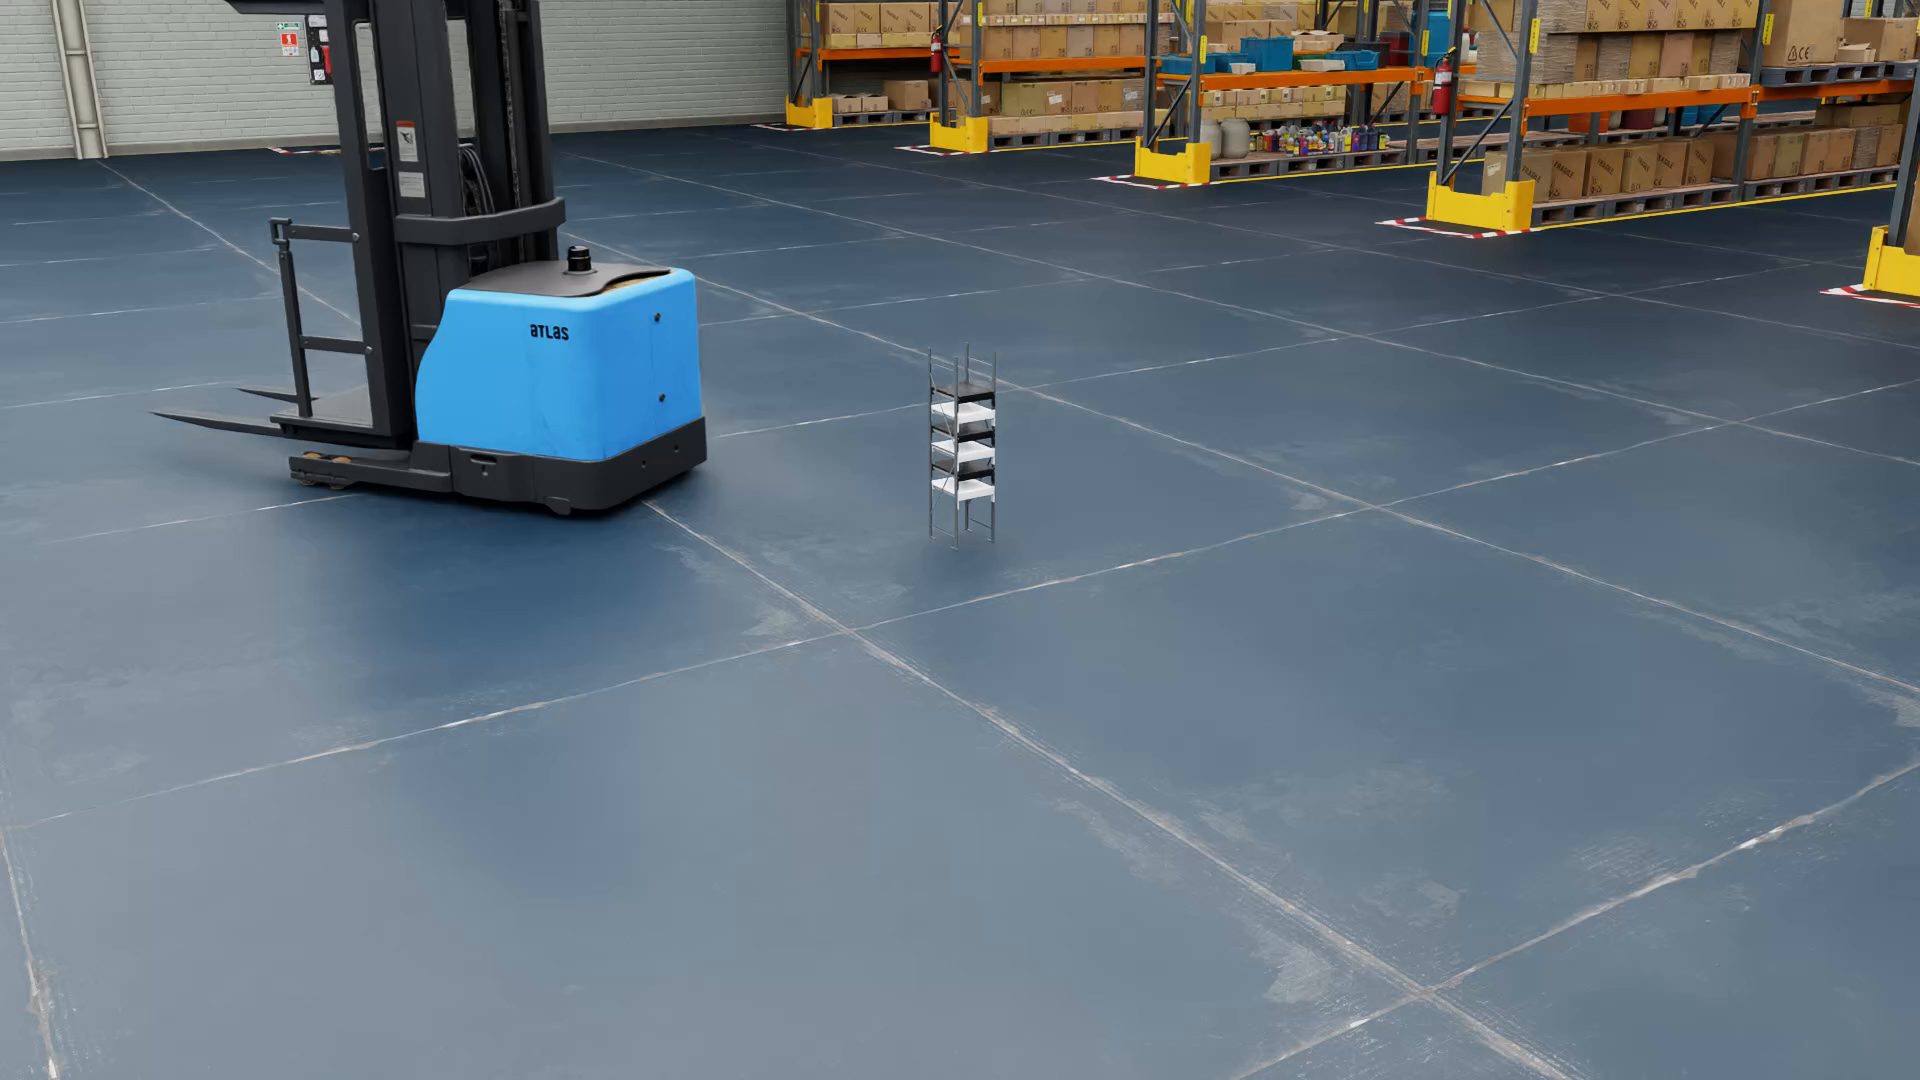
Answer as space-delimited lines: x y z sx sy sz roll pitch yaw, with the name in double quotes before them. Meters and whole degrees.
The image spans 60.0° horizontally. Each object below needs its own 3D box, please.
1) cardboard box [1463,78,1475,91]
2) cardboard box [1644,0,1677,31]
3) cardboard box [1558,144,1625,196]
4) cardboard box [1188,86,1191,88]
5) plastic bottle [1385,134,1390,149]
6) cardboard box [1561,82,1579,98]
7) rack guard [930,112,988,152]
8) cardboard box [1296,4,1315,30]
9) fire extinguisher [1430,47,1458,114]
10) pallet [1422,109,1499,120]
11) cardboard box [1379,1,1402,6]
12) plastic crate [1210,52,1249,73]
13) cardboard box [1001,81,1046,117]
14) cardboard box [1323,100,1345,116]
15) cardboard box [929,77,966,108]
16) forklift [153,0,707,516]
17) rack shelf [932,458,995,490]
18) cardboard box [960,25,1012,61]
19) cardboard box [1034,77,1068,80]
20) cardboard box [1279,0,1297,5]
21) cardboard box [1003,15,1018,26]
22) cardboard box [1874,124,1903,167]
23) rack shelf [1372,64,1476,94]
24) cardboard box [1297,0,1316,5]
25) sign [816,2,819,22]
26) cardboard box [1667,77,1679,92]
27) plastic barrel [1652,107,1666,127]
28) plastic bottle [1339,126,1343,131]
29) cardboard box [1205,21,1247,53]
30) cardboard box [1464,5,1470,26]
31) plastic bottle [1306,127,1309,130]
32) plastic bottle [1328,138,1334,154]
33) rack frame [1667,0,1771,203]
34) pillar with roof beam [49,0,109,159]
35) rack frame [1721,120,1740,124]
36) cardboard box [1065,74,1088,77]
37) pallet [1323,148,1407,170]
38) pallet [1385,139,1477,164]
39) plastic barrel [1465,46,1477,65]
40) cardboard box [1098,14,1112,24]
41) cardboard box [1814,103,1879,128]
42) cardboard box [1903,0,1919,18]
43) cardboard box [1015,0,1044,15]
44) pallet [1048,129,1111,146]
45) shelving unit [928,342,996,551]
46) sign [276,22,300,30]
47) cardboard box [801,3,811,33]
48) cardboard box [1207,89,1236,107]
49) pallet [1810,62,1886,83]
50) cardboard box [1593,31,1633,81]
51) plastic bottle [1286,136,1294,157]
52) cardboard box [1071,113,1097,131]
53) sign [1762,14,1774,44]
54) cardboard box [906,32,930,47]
"cardboard box" 9.346 -8.316 30.875 0.500 0.500 0.500 -12 22 -31
"cardboard box" 7.303 -5.726 17.817 0.500 0.500 0.500 -12 22 -31
"cardboard box" 6.985 -4.116 18.483 0.500 0.500 0.500 -10 21 -26
"cardboard box" 3.948 -7.534 28.109 0.500 0.311 0.500 -11 22 -30
"plastic bottle" 5.926 -5.541 23.133 0.097 0.201 0.097 0 19 0
"cardboard box" 6.246 -4.722 17.421 0.250 0.149 0.380 -12 22 -31
"rack guard" -0.024 -6.238 25.415 0.348 0.500 1.175 -12 22 -31
"cardboard box" 7.043 -10.913 34.690 0.500 0.500 0.500 -12 22 -32
"fire extinguisher" 5.092 -4.842 17.505 0.183 0.674 0.296 -12 22 -31
"pallet" 9.359 -8.065 31.273 1.213 0.211 1.003 -12 22 -31
"cardboard box" 8.967 -11.355 36.182 0.700 0.700 0.980 -13 23 -34
"plastic crate" 3.516 -6.311 21.962 0.408 0.251 0.499 -12 22 -31
"cardboard box" 0.983 -6.801 25.646 0.500 0.500 0.500 -12 22 -31
"cardboard box" 6.372 -7.574 29.102 0.500 0.250 0.500 -11 22 -30
"cardboard box" -0.236 -8.286 30.786 0.500 0.500 0.500 -14 23 -35
"forklift" -2.902 -1.792 8.468 3.031 2.935 1.130 7 20 21
"rack shelf" 0.007 -0.311 7.644 0.200 0.077 0.258 -12 22 -31
"cardboard box" 0.393 -7.552 25.245 0.500 0.500 0.700 -12 22 -31
"cardboard box" 1.525 -7.120 26.588 0.500 0.500 0.500 -12 22 -31
"cardboard box" 6.609 -11.179 34.306 0.500 0.250 0.500 -11 22 -30
"cardboard box" 0.661 -7.840 25.081 0.250 0.149 0.380 -13 22 -33
"cardboard box" 11.574 -5.086 21.321 0.500 0.500 0.700 -13 23 -34
"rack shelf" 7.728 -6.817 24.348 4.000 0.370 1.077 -12 22 -31
"cardboard box" 7.041 -11.267 34.564 0.500 0.250 0.500 -11 22 -30
"sign" -2.433 -9.016 28.377 0.005 0.325 0.100 -12 22 -31
"cardboard box" 7.693 -5.038 18.356 0.250 0.149 0.380 -12 22 -31
"plastic barrel" 11.163 -6.943 26.828 0.421 0.512 0.421 0 19 0
"plastic bottle" 5.354 -5.695 23.462 0.133 0.283 0.061 -12 22 -31
"cardboard box" 4.427 -8.402 27.757 0.500 0.500 0.500 -10 21 -28
"cardboard box" 8.960 -9.625 30.718 0.500 0.500 0.700 -8 20 -23
"plastic bottle" 4.837 -5.644 23.312 0.133 0.283 0.061 -11 21 -29
"plastic bottle" 5.027 -5.351 22.572 0.097 0.201 0.097 0 19 0
"rack frame" 8.782 -5.480 19.272 0.127 3.000 1.000 -12 22 -31
"pillar with roof beam" -10.277 -8.682 19.375 0.400 9.000 9.100 -12 22 -31
"rack frame" 12.739 -8.214 27.359 0.127 3.000 1.000 -12 22 -31
"cardboard box" 2.067 -8.797 32.298 0.500 0.500 0.700 -12 22 -31
"pallet" 5.474 -5.377 23.320 1.213 0.211 1.003 -12 22 -31
"pallet" 6.692 -5.633 24.077 1.213 0.211 1.003 -12 22 -31
"plastic barrel" 7.247 -6.932 23.781 0.301 0.262 0.301 0 19 0
"cardboard box" 2.166 -8.157 26.020 0.250 0.149 0.380 -11 22 -30
"cardboard box" 11.142 -5.342 20.909 0.500 0.250 0.500 -9 21 -25
"cardboard box" 12.742 -6.832 21.547 0.637 0.503 0.797 -11 22 -30
"cardboard box" 0.873 -8.270 25.343 0.500 0.500 0.700 -13 22 -33
"pallet" 1.629 -6.465 26.537 1.213 0.211 1.003 -12 22 -31
"shelving unit" 0.007 -0.428 7.605 0.210 0.900 0.258 -12 22 -31
"sign" -10.229 -7.820 25.309 0.331 0.109 0.001 -12 22 -31
"cardboard box" -2.455 -9.184 29.259 0.500 0.500 0.500 -12 22 -32
"cardboard box" 4.240 -7.386 27.670 0.500 0.311 0.500 -12 22 -32
"pallet" 10.492 -5.734 20.323 1.213 0.211 1.003 -12 22 -31
"cardboard box" 6.708 -5.250 17.971 0.500 0.500 0.875 -12 22 -31
"plastic bottle" 4.403 -5.253 22.171 0.097 0.271 0.097 0 19 0
"cardboard box" 1.820 -6.621 26.284 0.500 0.250 0.500 -12 22 -31
"sign" 9.087 -5.747 18.708 0.005 0.325 0.100 -12 22 -31
"cardboard box" -0.872 -8.962 29.773 0.500 0.250 0.500 -12 22 -31
